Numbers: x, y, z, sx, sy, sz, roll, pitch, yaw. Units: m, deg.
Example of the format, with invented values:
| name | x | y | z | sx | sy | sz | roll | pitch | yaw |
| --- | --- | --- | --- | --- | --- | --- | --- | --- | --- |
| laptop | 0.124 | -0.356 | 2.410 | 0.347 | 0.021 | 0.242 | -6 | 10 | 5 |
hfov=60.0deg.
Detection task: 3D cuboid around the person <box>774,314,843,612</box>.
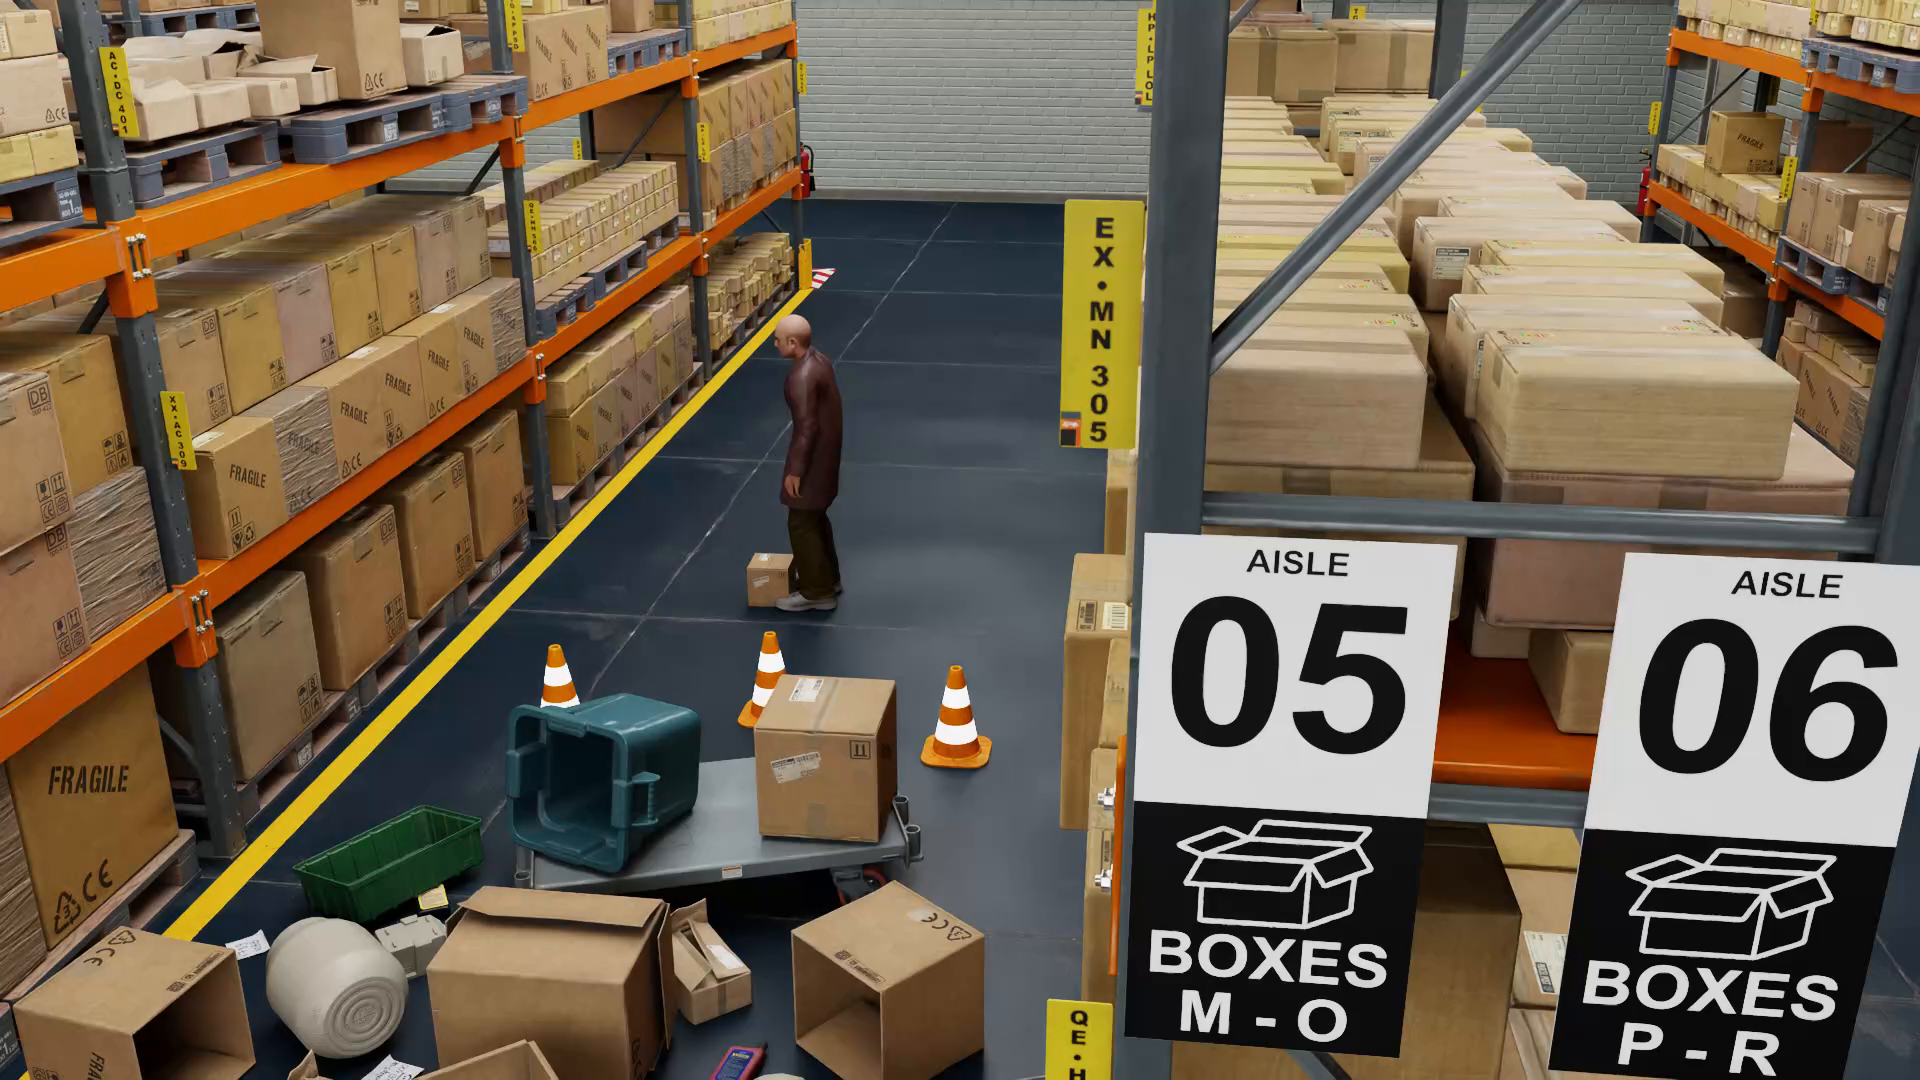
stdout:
| name | x | y | z | sx | sy | sz | roll | pitch | yaw |
| --- | --- | --- | --- | --- | --- | --- | --- | --- | --- |
| person | -0.896 | -0.460 | 9.808 | 0.419 | 1.774 | 0.645 | 2 | 21 | 6 |
